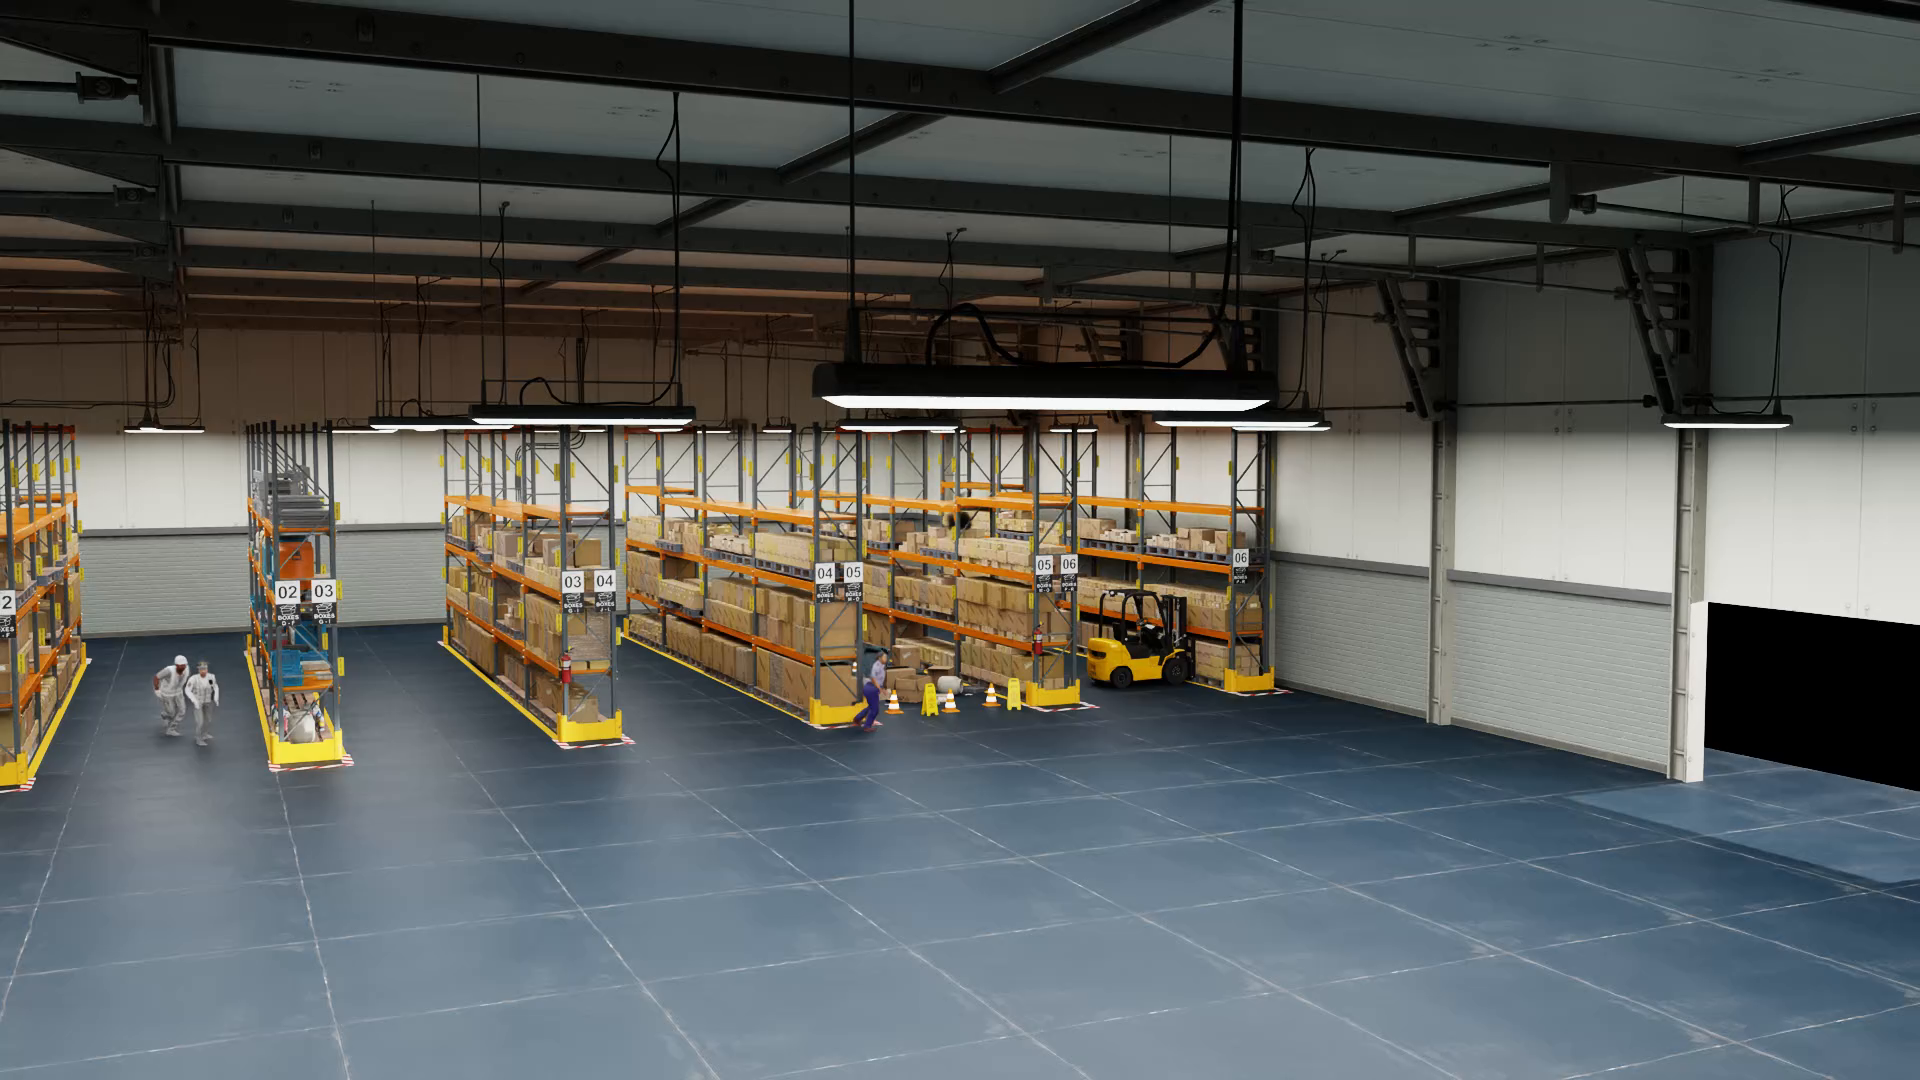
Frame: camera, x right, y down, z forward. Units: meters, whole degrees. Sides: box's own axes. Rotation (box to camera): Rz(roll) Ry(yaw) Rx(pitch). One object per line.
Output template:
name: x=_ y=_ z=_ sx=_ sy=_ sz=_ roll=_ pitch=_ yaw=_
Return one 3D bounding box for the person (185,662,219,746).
person: x=-14.072 y=3.005 z=30.809 sx=0.779 sy=1.587 sz=0.599 roll=3 pitch=5 yaw=43

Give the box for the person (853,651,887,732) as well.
person: x=-1.734 y=2.924 z=32.220 sx=0.681 sy=1.570 sz=0.595 roll=0 pitch=4 yaw=3

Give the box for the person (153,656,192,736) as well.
person: x=-15.012 y=2.962 z=31.653 sx=0.968 sy=1.576 sz=0.704 roll=3 pitch=5 yaw=38
